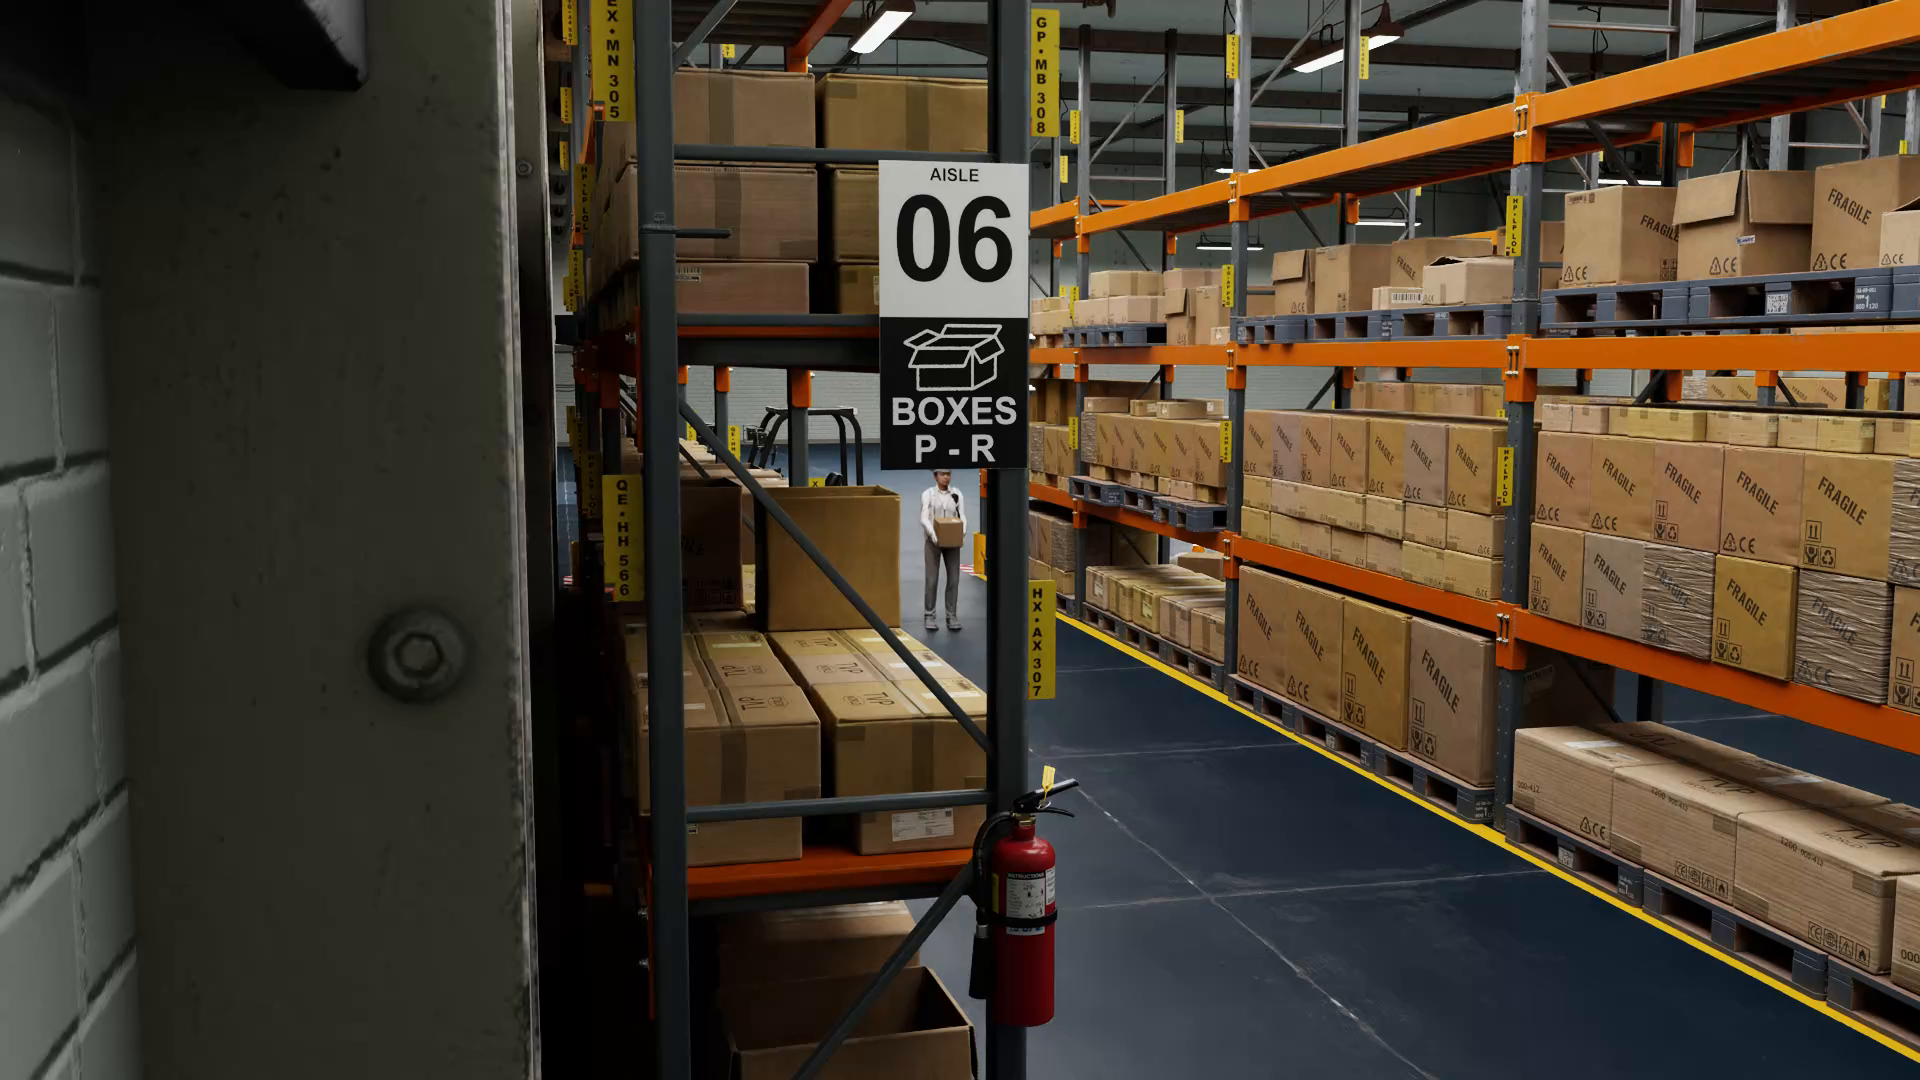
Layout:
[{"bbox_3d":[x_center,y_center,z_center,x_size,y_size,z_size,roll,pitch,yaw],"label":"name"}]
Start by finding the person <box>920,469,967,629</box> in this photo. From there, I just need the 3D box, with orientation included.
[{"bbox_3d":[-0.155,0.042,16.652,0.479,1.692,0.529,-2,6,-14],"label":"person"}]
